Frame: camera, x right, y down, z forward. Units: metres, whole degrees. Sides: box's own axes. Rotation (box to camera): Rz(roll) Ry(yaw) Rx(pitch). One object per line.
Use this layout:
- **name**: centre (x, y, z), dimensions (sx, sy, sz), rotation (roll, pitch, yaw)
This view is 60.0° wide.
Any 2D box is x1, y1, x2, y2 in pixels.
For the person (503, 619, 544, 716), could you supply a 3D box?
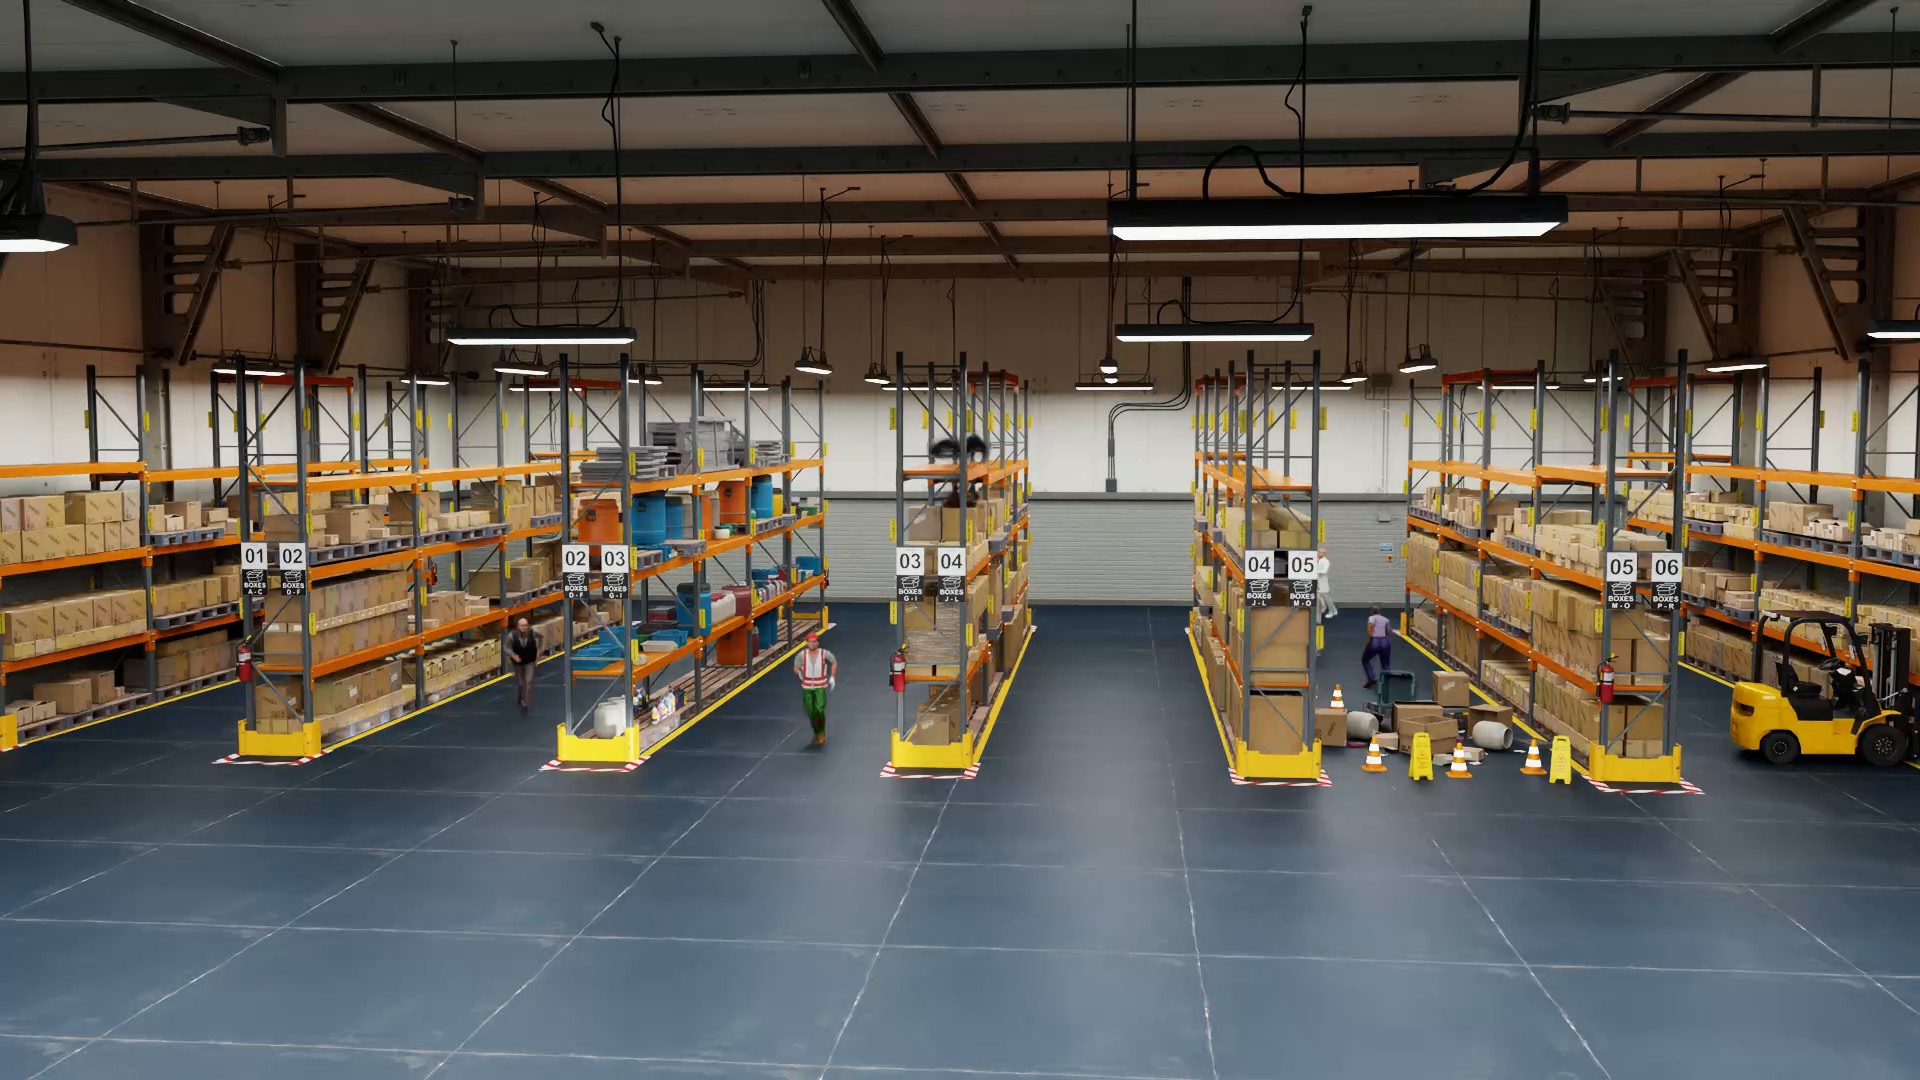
- **person**: centre (-7.541, 2.156, 28.737), dimensions (0.691, 1.681, 1.013), rotation (-1, 4, -18)

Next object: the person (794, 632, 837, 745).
- **person**: centre (-2.258, 2.294, 25.720), dimensions (0.642, 1.750, 0.745), rotation (0, 4, 6)

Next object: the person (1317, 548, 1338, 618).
- **person**: centre (9.135, 1.134, 42.017), dimensions (0.866, 1.834, 0.691), rotation (-1, 4, -18)

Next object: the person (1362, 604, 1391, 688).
- **person**: centre (7.820, 2.011, 31.138), dimensions (0.598, 1.582, 0.912), rotation (-1, 4, -11)

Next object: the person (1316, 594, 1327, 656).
- **person**: centre (7.571, 1.724, 35.460), dimensions (0.540, 1.541, 0.491), rotation (-1, 4, -10)
